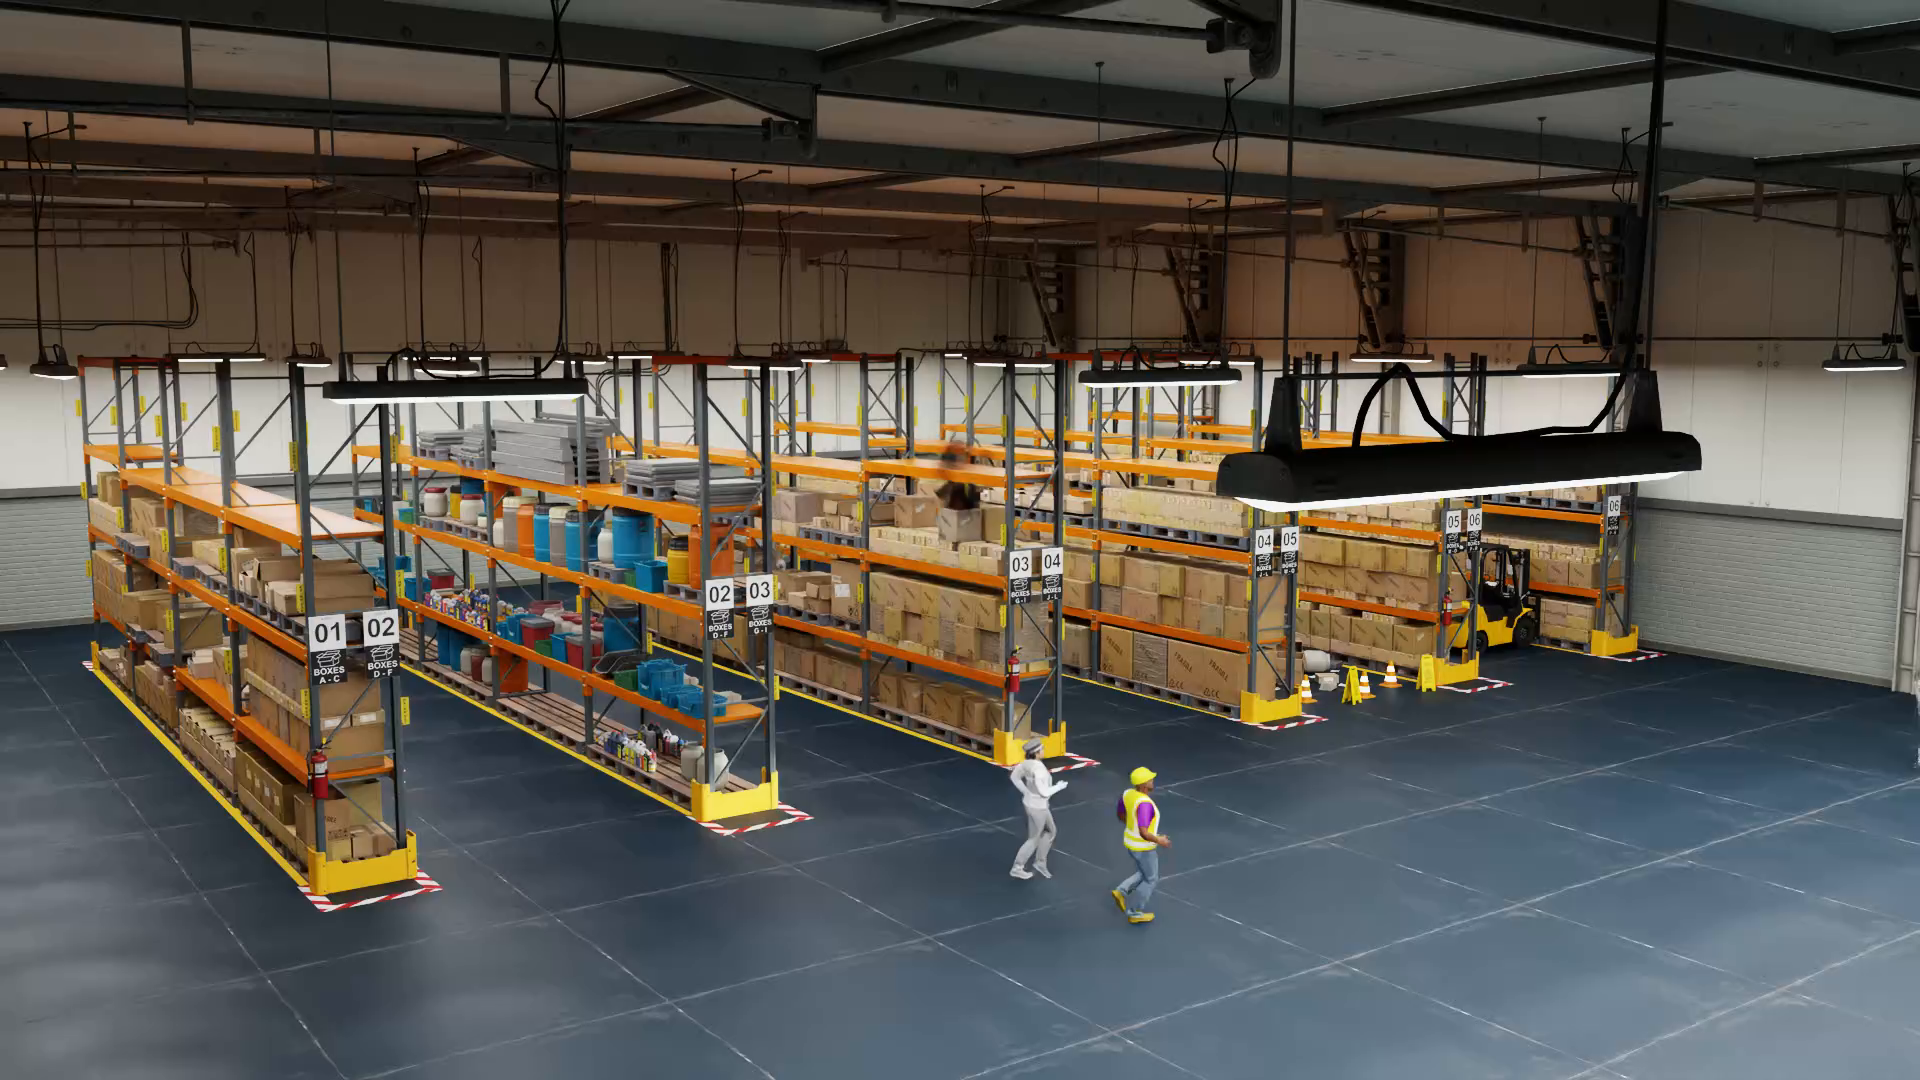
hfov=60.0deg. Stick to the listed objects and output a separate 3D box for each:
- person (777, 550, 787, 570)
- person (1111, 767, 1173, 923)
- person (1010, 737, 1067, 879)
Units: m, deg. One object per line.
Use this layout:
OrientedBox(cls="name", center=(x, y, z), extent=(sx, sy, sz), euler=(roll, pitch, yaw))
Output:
OrientedBox(cls="person", center=(-4.297, 0.981, 38.084), extent=(0.629, 1.598, 0.929), euler=(-3, 8, -26))
OrientedBox(cls="person", center=(1.954, 3.299, 18.001), extent=(0.576, 1.721, 0.679), euler=(-2, 7, -14))
OrientedBox(cls="person", center=(0.905, 3.151, 19.409), extent=(0.684, 1.729, 0.592), euler=(-1, 7, -11))
